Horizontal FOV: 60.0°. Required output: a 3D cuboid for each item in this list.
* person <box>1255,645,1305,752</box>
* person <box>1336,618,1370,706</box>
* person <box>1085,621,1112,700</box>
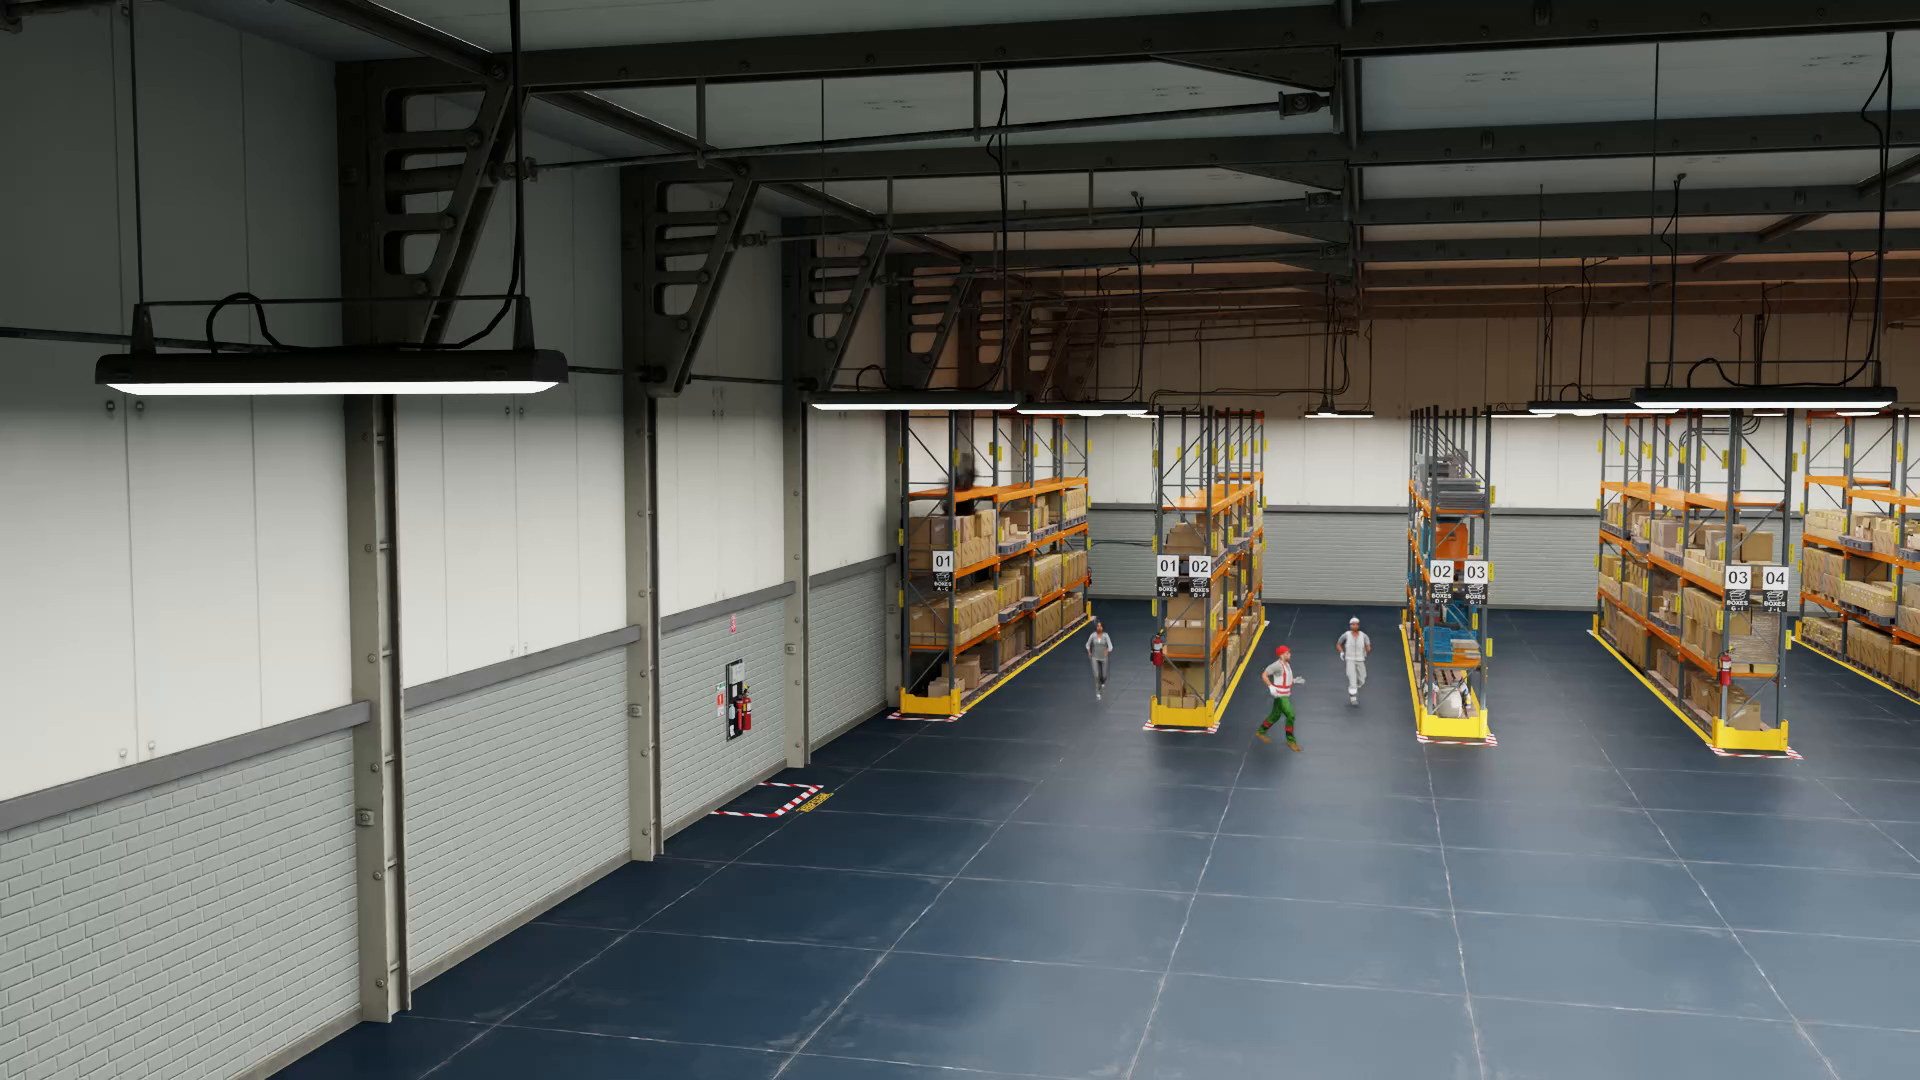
[{"bbox_3d":[5.552,2.743,28.982,0.908,1.823,0.671,2,5,29],"label":"person"},{"bbox_3d":[7.953,2.443,33.570,0.663,1.748,0.780,0,4,2],"label":"person"},{"bbox_3d":[2.794,2.418,33.481,0.541,1.535,0.666,0,4,4],"label":"person"}]
